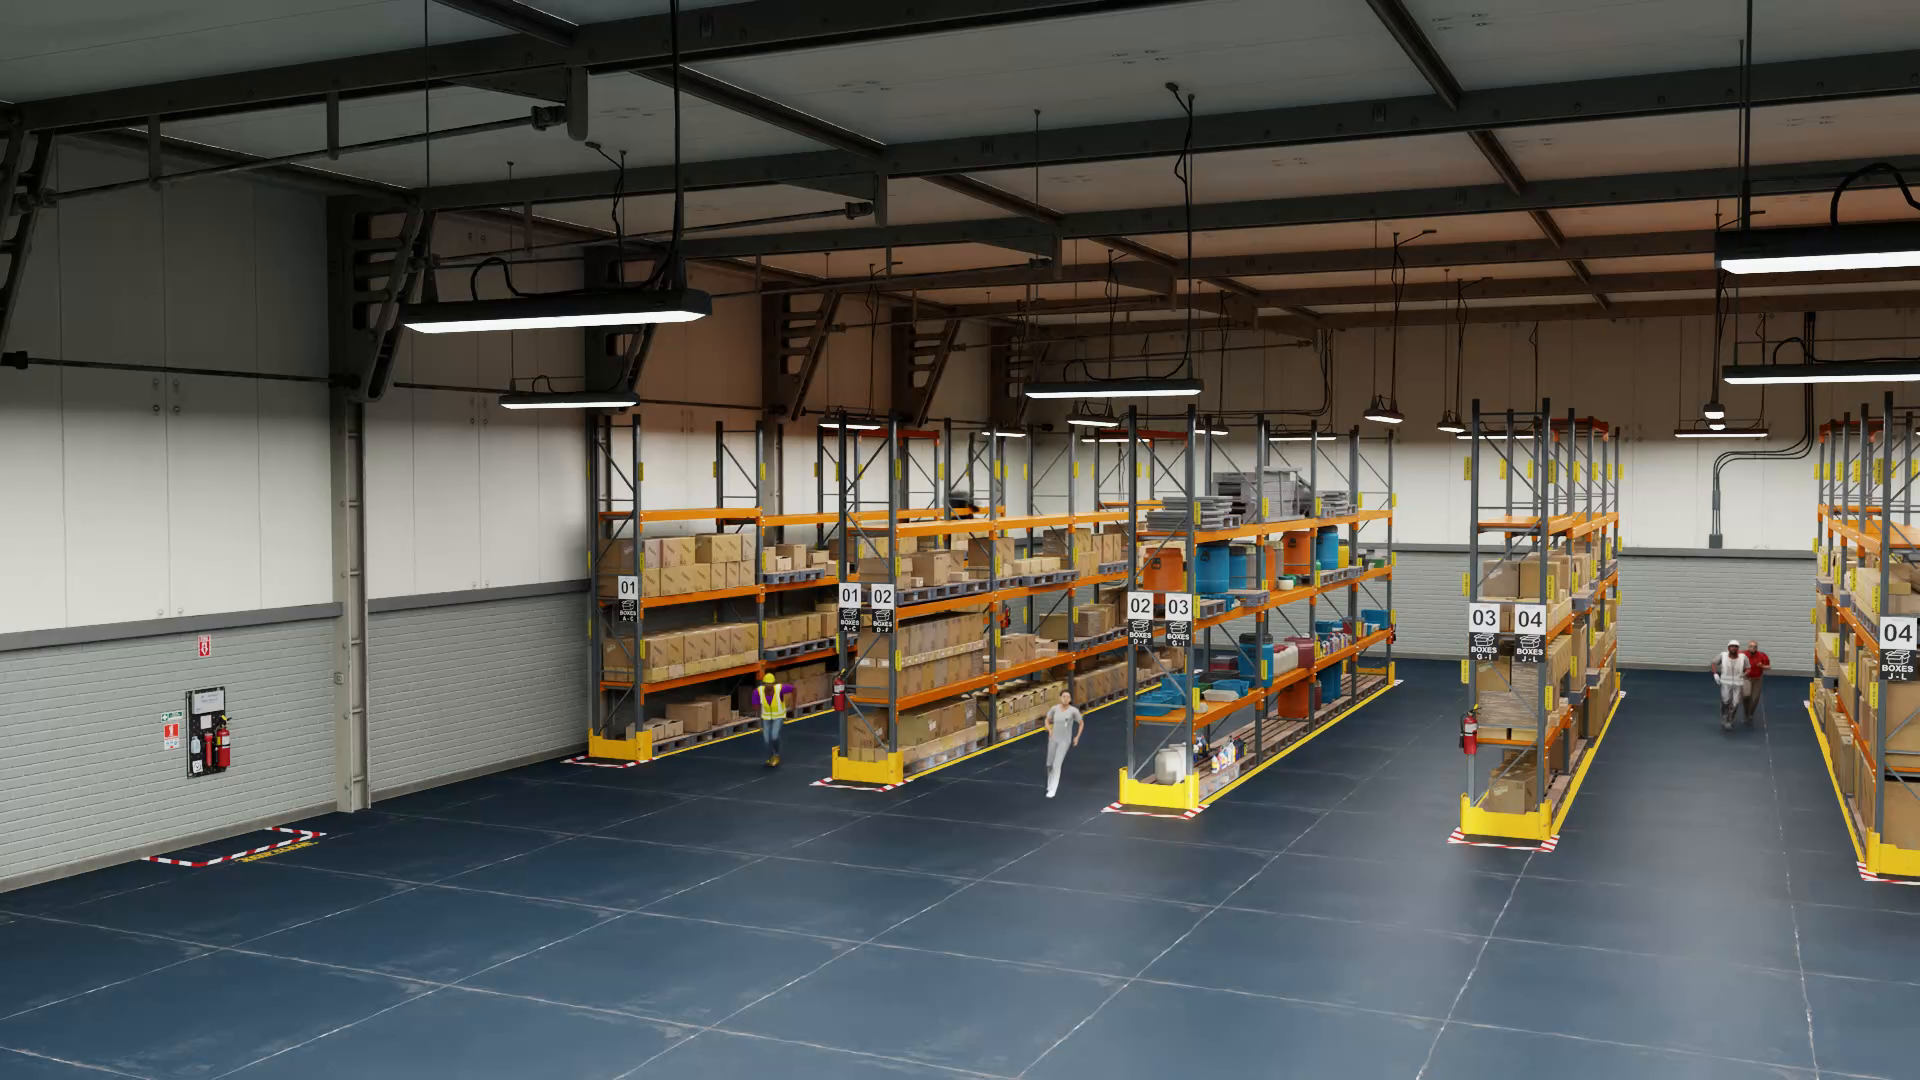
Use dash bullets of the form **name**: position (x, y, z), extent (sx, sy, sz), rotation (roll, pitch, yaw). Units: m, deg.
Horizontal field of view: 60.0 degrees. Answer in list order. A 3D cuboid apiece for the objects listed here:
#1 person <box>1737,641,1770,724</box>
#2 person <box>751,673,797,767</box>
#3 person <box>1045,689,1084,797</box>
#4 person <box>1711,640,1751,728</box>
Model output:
- **person**: position (15.633, 2.808, 32.860), extent (0.645, 1.672, 0.917), rotation (1, 2, 19)
- **person**: position (-3.125, 3.023, 27.985), extent (0.726, 1.626, 0.935), rotation (0, 2, 5)
- **person**: position (1.609, 3.122, 25.787), extent (0.623, 1.643, 0.784), rotation (1, 2, 15)
- **person**: position (14.941, 2.796, 32.186), extent (0.679, 1.732, 0.644), rotation (1, 2, 16)
